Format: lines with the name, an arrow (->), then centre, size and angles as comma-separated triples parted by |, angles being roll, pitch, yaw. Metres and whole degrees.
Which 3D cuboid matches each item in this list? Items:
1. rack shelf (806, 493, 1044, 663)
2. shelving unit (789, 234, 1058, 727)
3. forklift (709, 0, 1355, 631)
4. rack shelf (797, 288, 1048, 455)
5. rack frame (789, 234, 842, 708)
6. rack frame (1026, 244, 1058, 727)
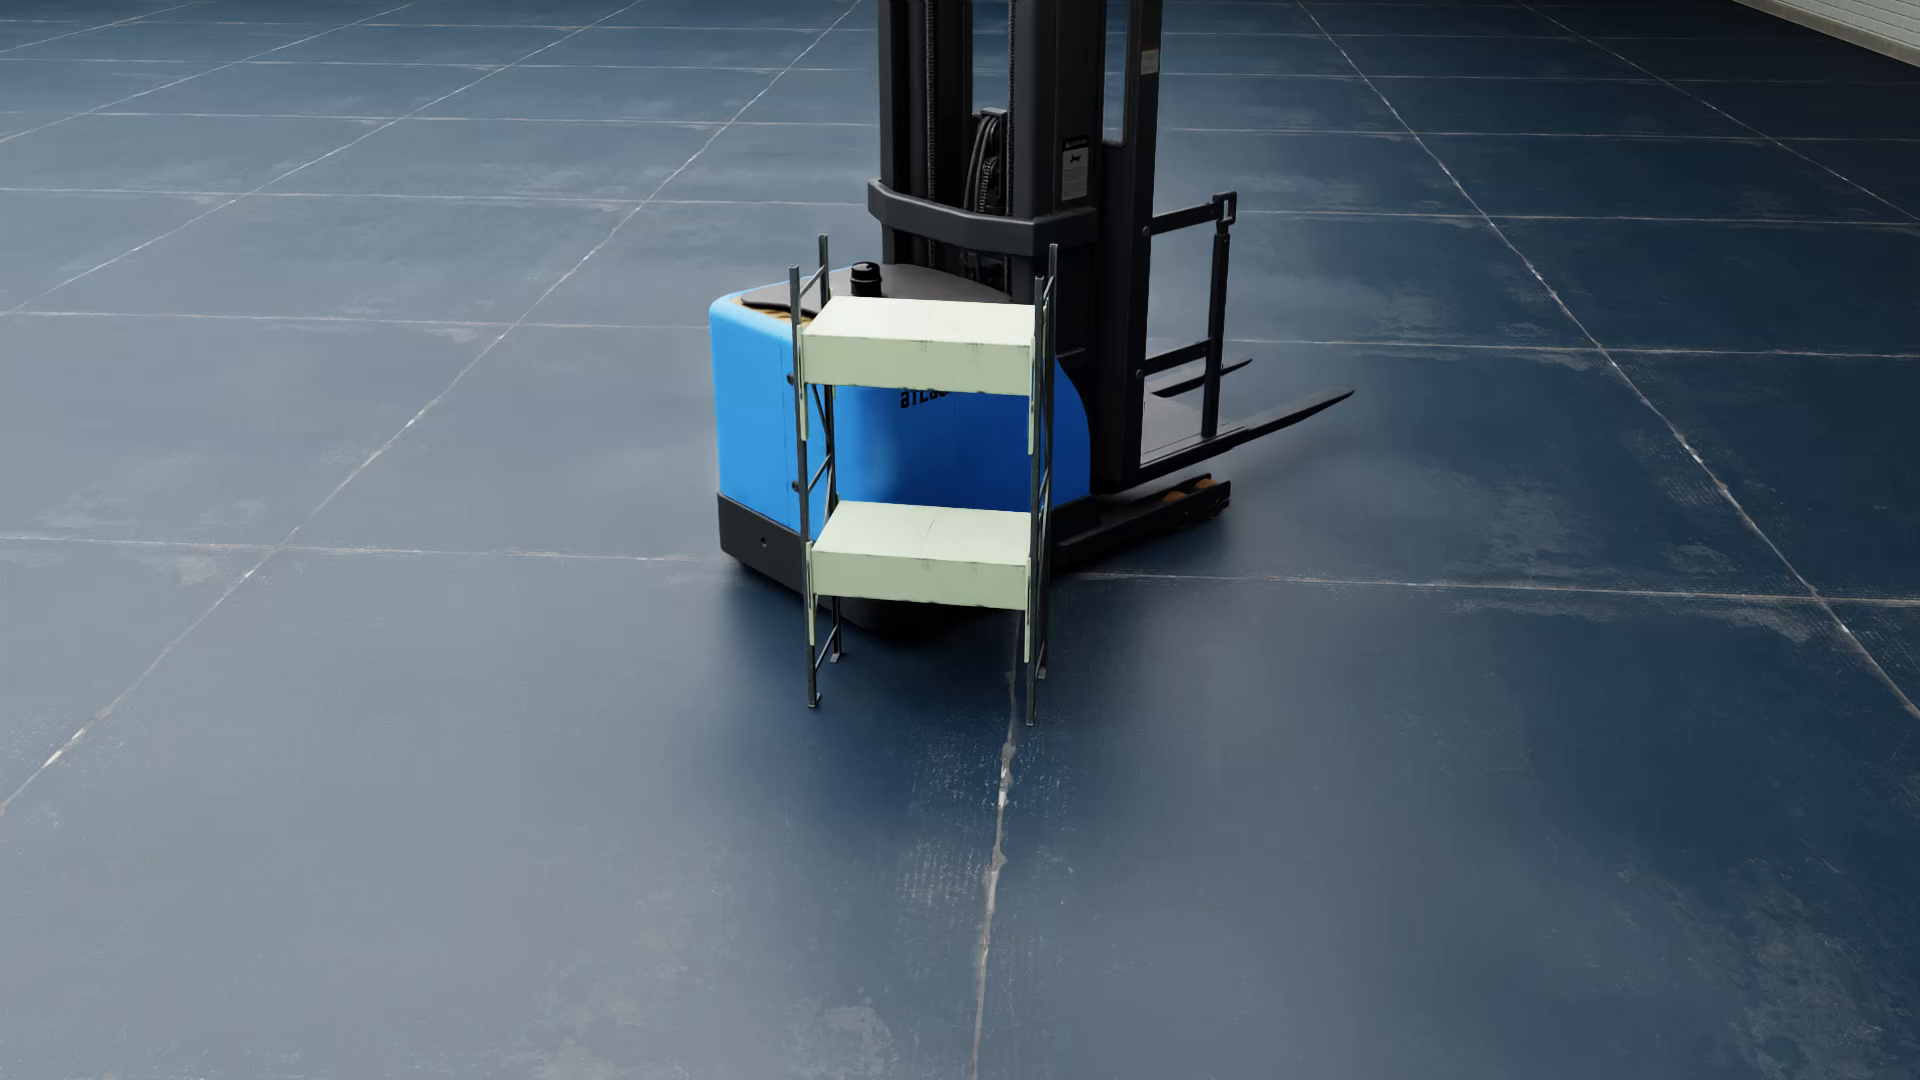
rack shelf -> -0.101, 0.116, 5.483 | 0.720, 0.370, 0.431 | 4, 25, 8
shelving unit -> -0.101, -0.180, 5.346 | 0.755, 1.500, 0.431 | 4, 25, 8
forklift -> 0.493, -1.510, 6.525 | 3.031, 2.935, 1.130 | -21, 32, -37
rack shelf -> -0.101, -0.534, 5.183 | 0.720, 0.370, 0.431 | 4, 25, 8
rack frame -> -0.462, -0.204, 5.400 | 0.023, 1.500, 0.400 | 4, 25, 8
rack frame -> 0.260, -0.155, 5.292 | 0.023, 1.500, 0.400 | 4, 25, 8
